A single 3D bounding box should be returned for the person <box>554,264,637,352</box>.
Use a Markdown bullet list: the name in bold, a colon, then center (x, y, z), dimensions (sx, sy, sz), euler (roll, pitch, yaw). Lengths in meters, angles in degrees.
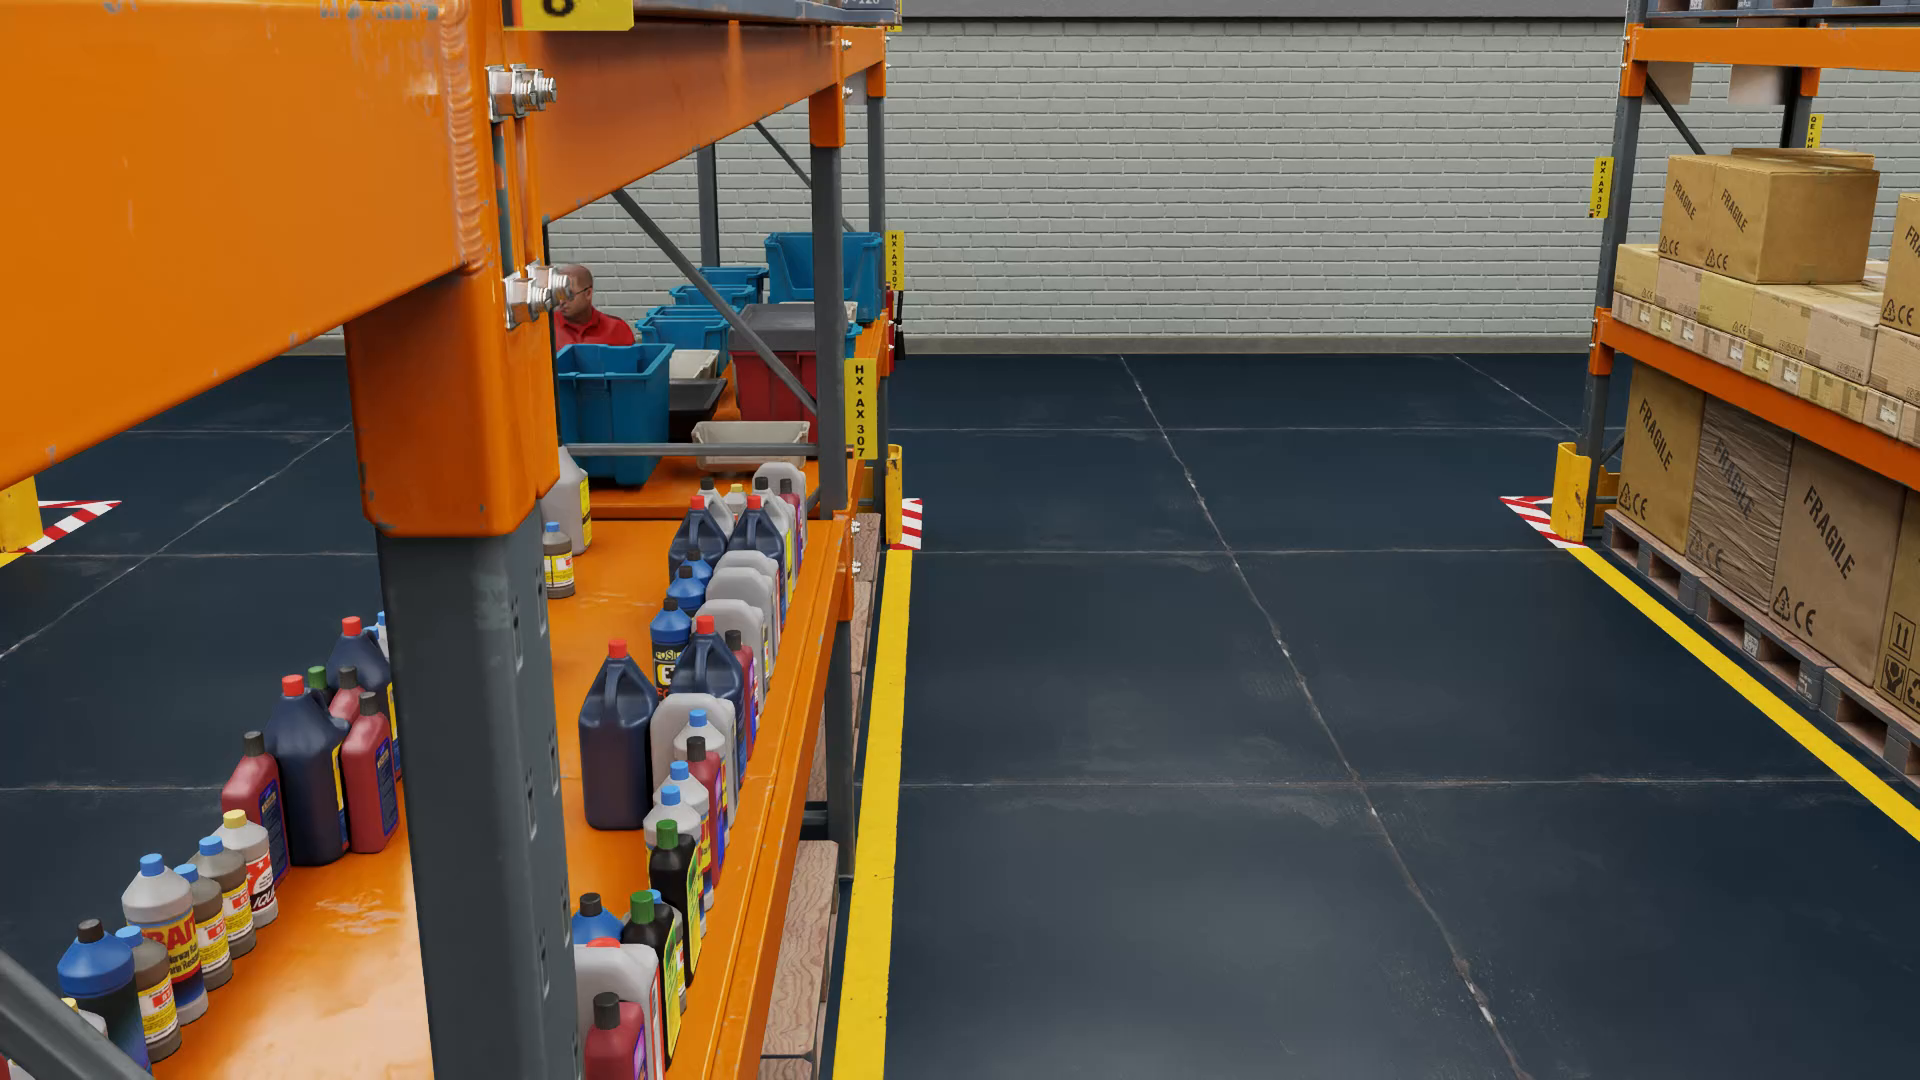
- **person**: center (-1.802, -0.499, 8.164), dimensions (0.803, 1.697, 0.799), euler (-8, 19, -25)
